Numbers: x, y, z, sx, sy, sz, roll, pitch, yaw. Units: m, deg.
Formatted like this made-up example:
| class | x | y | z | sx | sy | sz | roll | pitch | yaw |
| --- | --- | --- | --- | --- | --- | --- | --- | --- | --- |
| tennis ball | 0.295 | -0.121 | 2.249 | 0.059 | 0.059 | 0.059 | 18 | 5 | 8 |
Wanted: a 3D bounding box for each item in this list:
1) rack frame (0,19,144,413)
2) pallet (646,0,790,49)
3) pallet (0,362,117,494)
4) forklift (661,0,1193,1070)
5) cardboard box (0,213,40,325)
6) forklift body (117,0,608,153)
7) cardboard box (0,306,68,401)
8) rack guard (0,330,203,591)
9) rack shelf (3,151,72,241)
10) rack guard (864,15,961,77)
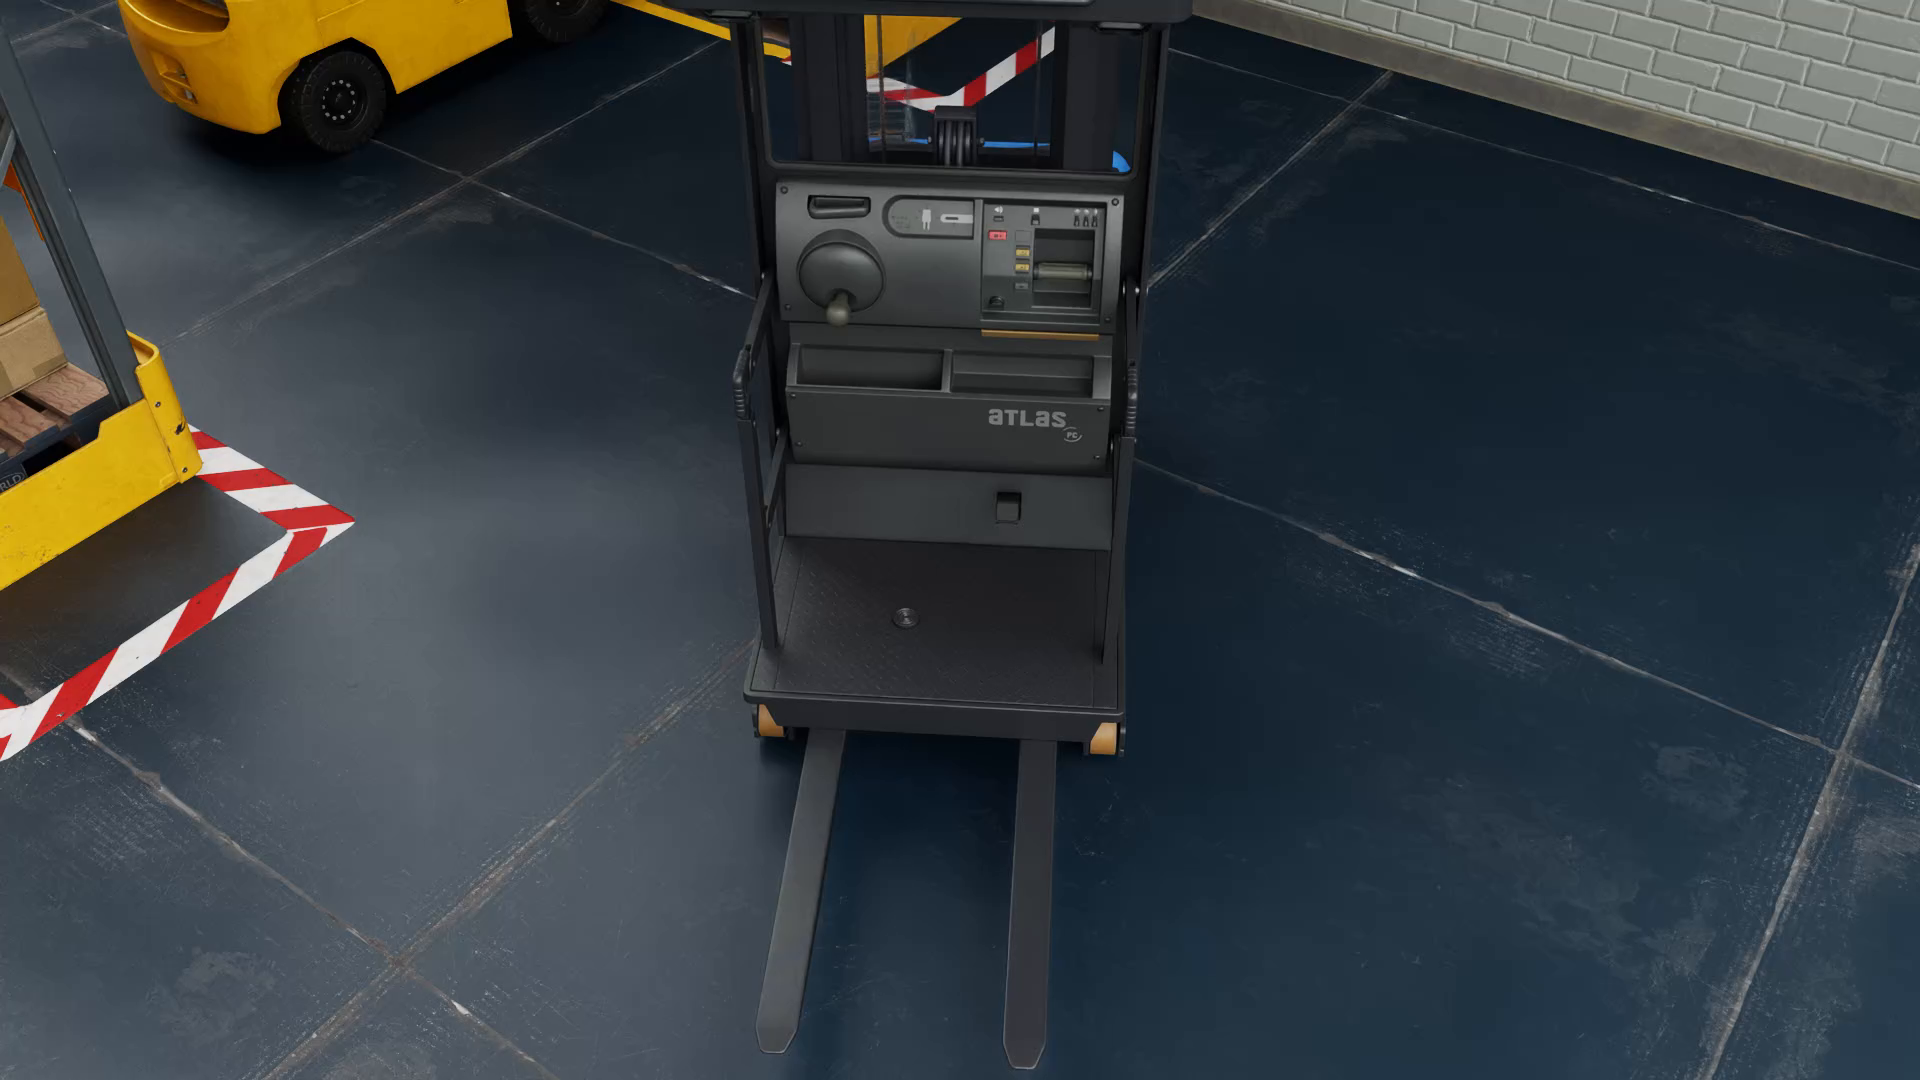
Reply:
| class | x | y | z | sx | sy | sz | roll | pitch | yaw |
| --- | --- | --- | --- | --- | --- | --- | --- | --- | --- |
| rack frame | -3.143 | -1.108 | 4.738 | 0.127 | 3.000 | 1.000 | 25 | 48 | 25 |
| pallet | -0.946 | -3.050 | 9.000 | 1.213 | 0.211 | 1.003 | 25 | 48 | 25 |
| pallet | -3.850 | -0.428 | 6.070 | 1.213 | 0.211 | 1.003 | 25 | 48 | 25 |
| forklift | -0.044 | -0.677 | 4.309 | 1.130 | 2.935 | 3.031 | 3 | 42 | 3 |
| cardboard box | -3.665 | -0.988 | 5.789 | 0.500 | 0.500 | 0.500 | 24 | 47 | 24 |
| forklift body | -2.896 | -3.233 | 7.750 | 1.214 | 2.155 | 2.313 | 25 | 48 | 25 |
| cardboard box | -3.645 | -0.699 | 6.029 | 0.500 | 0.250 | 0.500 | 25 | 47 | 25 |
| rack guard | -3.205 | -0.205 | 5.604 | 0.348 | 0.500 | 1.175 | 25 | 48 | 25 |
| rack shelf | -4.781 | -1.605 | 5.834 | 4.000 | 0.370 | 1.077 | 25 | 48 | 25 |
| rack guard | -0.277 | -2.878 | 8.592 | 0.348 | 0.500 | 1.175 | 25 | 48 | 25 |
